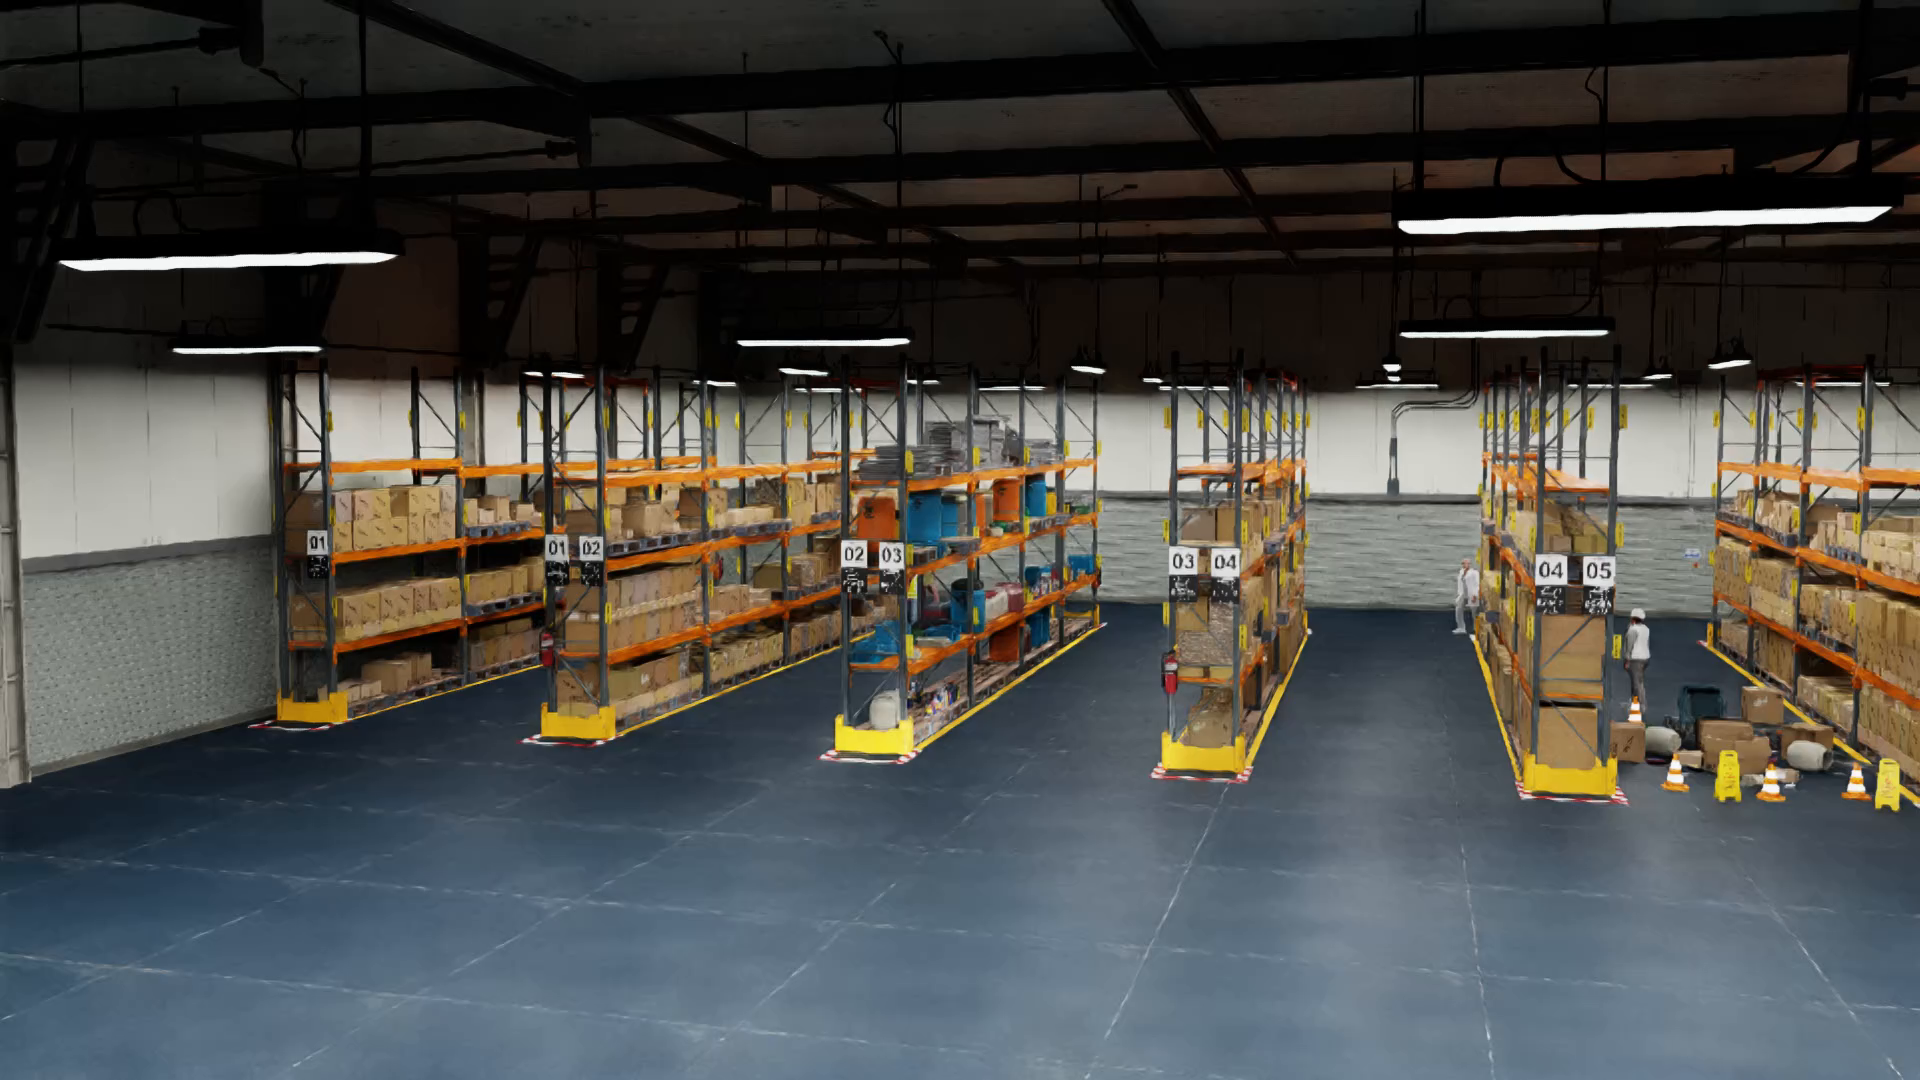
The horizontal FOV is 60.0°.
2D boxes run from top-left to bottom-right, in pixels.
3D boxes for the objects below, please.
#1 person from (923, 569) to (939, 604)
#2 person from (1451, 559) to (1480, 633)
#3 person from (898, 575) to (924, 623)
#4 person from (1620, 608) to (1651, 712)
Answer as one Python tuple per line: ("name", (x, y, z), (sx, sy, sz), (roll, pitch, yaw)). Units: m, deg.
("person", (-0.813, 1.251, 42.494), (0.573, 1.389, 0.718), (-1, 4, -15))
("person", (11.967, 1.307, 39.176), (0.709, 1.749, 0.648), (-4, 6, -43))
("person", (-1.175, 1.354, 38.760), (0.582, 1.686, 1.113), (1, 4, 13))
("person", (11.609, 2.046, 28.605), (0.626, 1.768, 0.576), (-4, 6, -43))
